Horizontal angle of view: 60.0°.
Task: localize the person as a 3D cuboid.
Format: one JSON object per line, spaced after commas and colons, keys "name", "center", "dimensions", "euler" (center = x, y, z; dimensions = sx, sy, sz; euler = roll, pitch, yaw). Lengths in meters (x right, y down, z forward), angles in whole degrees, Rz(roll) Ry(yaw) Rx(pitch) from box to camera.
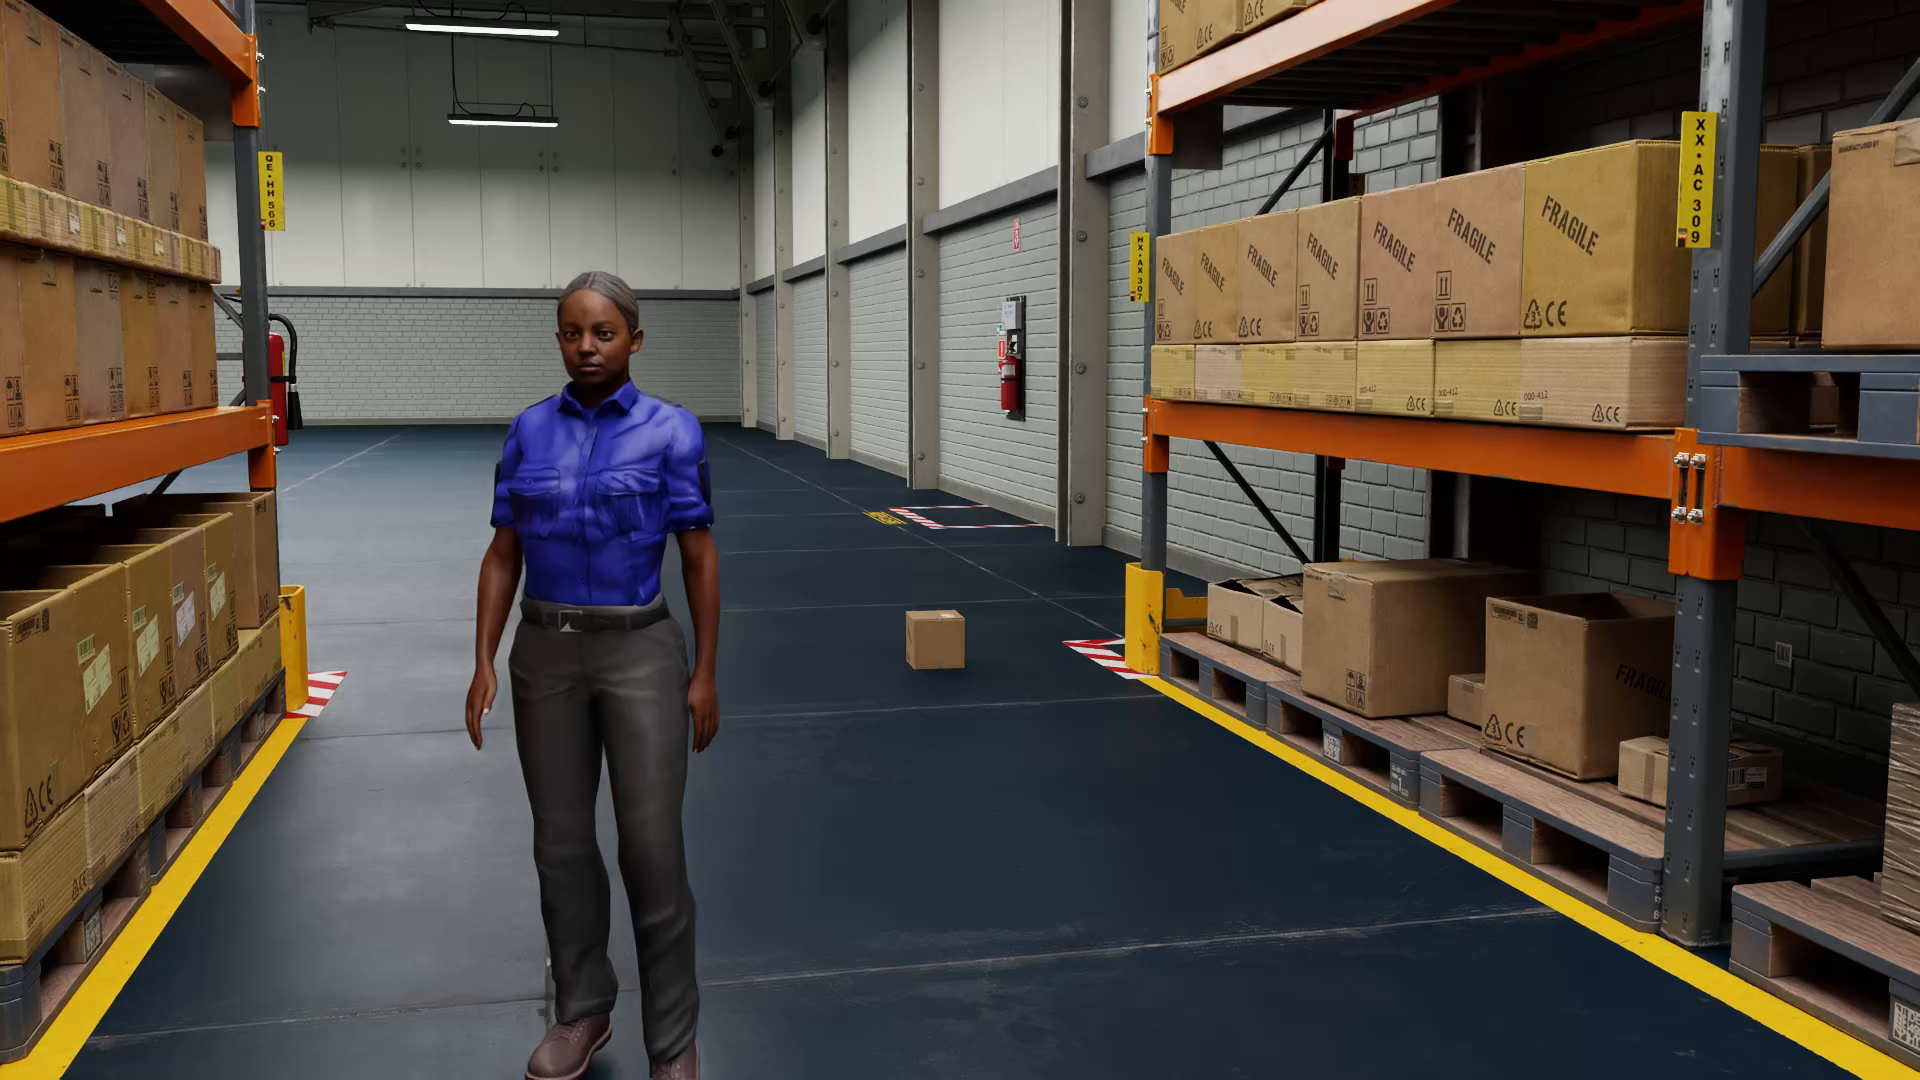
{"name": "person", "center": [-0.745, 0.327, 3.394], "dimensions": [0.496, 1.744, 0.419], "euler": [1, 6, 8]}
